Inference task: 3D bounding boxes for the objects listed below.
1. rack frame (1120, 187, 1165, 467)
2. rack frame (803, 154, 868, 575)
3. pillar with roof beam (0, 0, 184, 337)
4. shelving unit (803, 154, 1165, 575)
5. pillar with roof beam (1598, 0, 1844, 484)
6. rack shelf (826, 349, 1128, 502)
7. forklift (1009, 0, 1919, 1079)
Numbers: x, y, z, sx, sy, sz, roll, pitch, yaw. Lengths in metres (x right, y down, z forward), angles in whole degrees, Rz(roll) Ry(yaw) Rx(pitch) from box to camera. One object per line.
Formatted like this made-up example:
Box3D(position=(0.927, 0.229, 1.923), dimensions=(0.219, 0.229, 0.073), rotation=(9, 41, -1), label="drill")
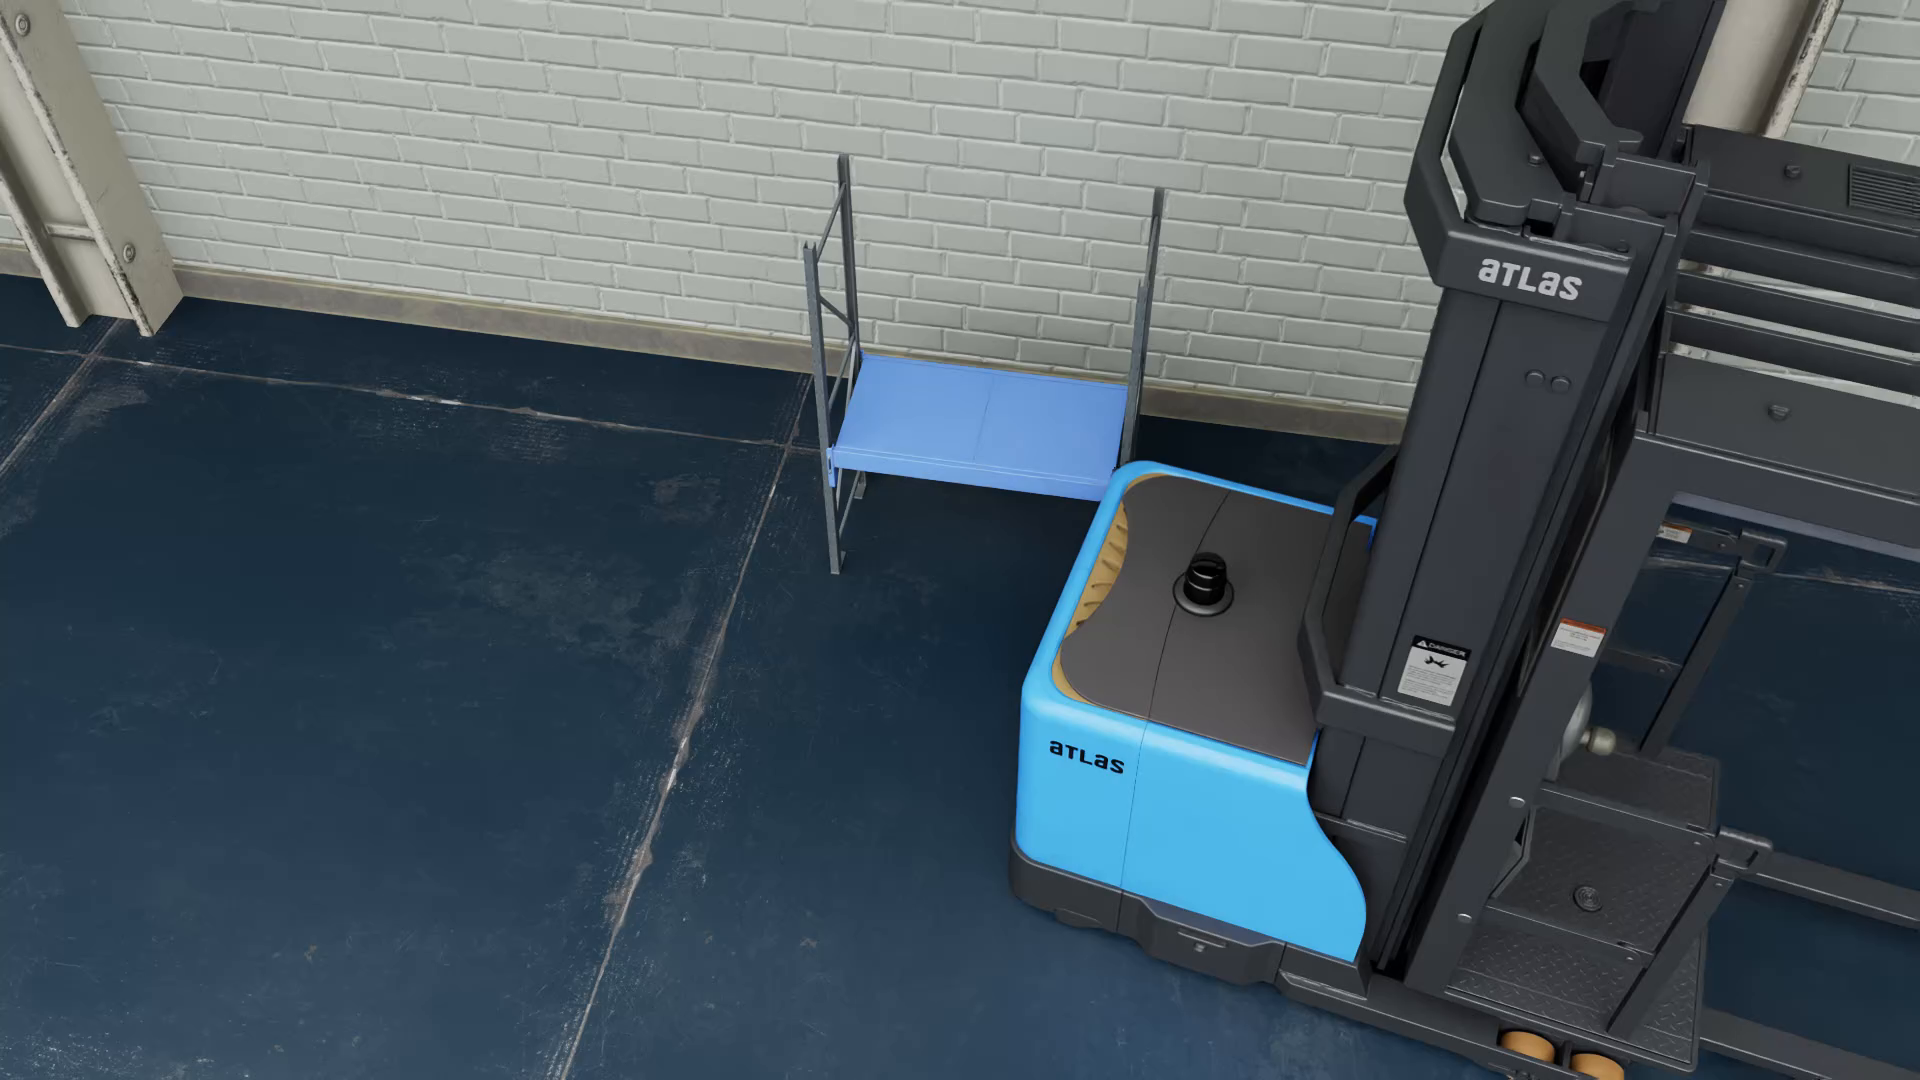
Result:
Box3D(position=(0.584, -0.423, 5.622), dimensions=(0.032, 1.500, 0.500), rotation=(8, 49, 7), label="rack frame")
Box3D(position=(-0.416, -0.557, 5.742), dimensions=(0.032, 1.500, 0.500), rotation=(8, 49, 7), label="rack frame")
Box3D(position=(-4.343, -0.854, 0.967), dimensions=(0.400, 9.000, 9.100), rotation=(8, 49, 7), label="pillar with roof beam")
Box3D(position=(0.084, -0.490, 5.682), dimensions=(1.048, 1.500, 0.538), rotation=(8, 49, 7), label="shelving unit")
Box3D(position=(1.561, -0.060, 0.254), dimensions=(0.400, 9.000, 9.100), rotation=(8, 49, 7), label="pillar with roof beam")
Box3D(position=(0.084, -0.370, 5.816), dimensions=(1.000, 0.185, 0.538), rotation=(8, 49, 7), label="rack shelf")
Box3D(position=(1.725, 0.195, 4.104), dimensions=(3.031, 2.935, 1.130), rotation=(15, 50, 13), label="forklift")
